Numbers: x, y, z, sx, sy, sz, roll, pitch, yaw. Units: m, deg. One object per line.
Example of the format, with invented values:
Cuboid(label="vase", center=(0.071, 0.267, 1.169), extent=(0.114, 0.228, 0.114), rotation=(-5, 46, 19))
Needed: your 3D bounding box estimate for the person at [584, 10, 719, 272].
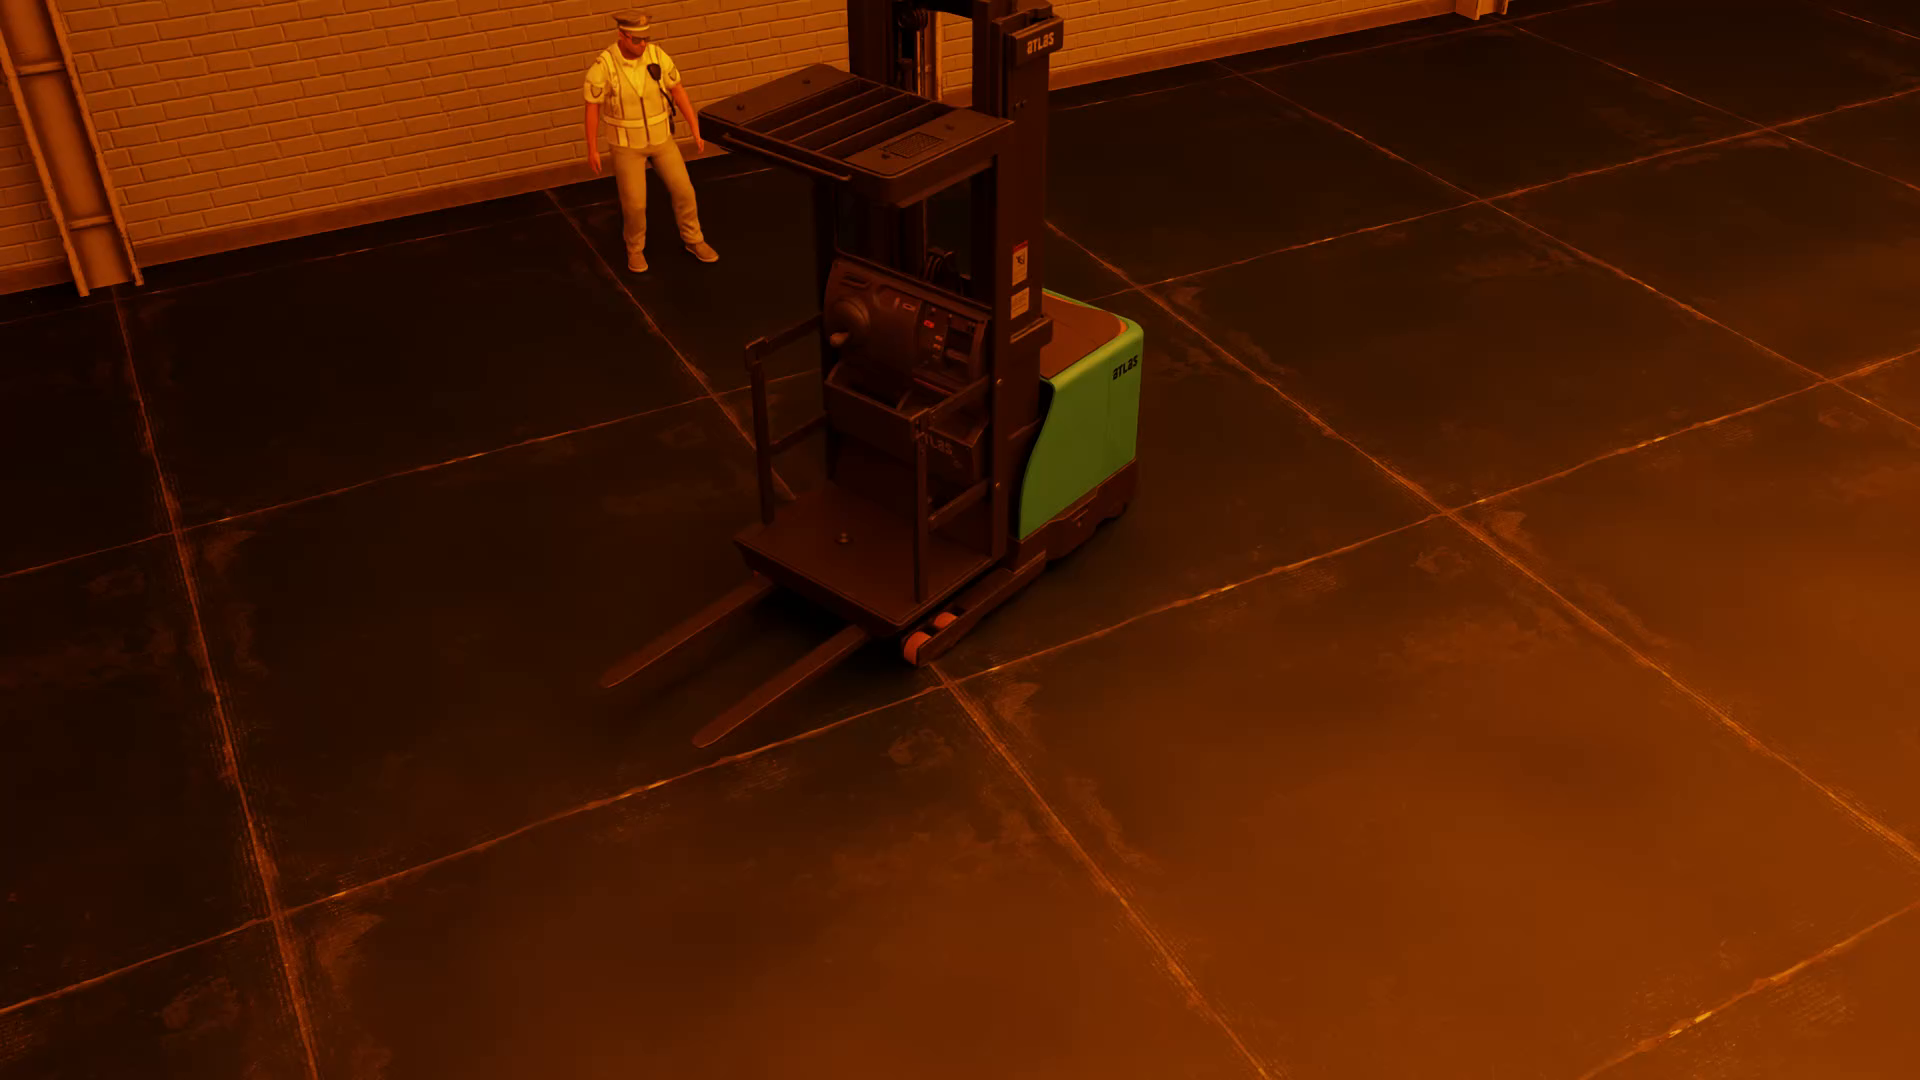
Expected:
Cuboid(label="person", center=(-2.059, -2.605, 10.852), extent=(0.762, 1.727, 0.451), rotation=(-18, 39, -24))

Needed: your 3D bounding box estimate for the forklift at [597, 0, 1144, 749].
Cuboid(label="forklift", center=(-0.390, -0.927, 7.434), extent=(1.130, 2.935, 3.031), rotation=(26, 43, 31))
